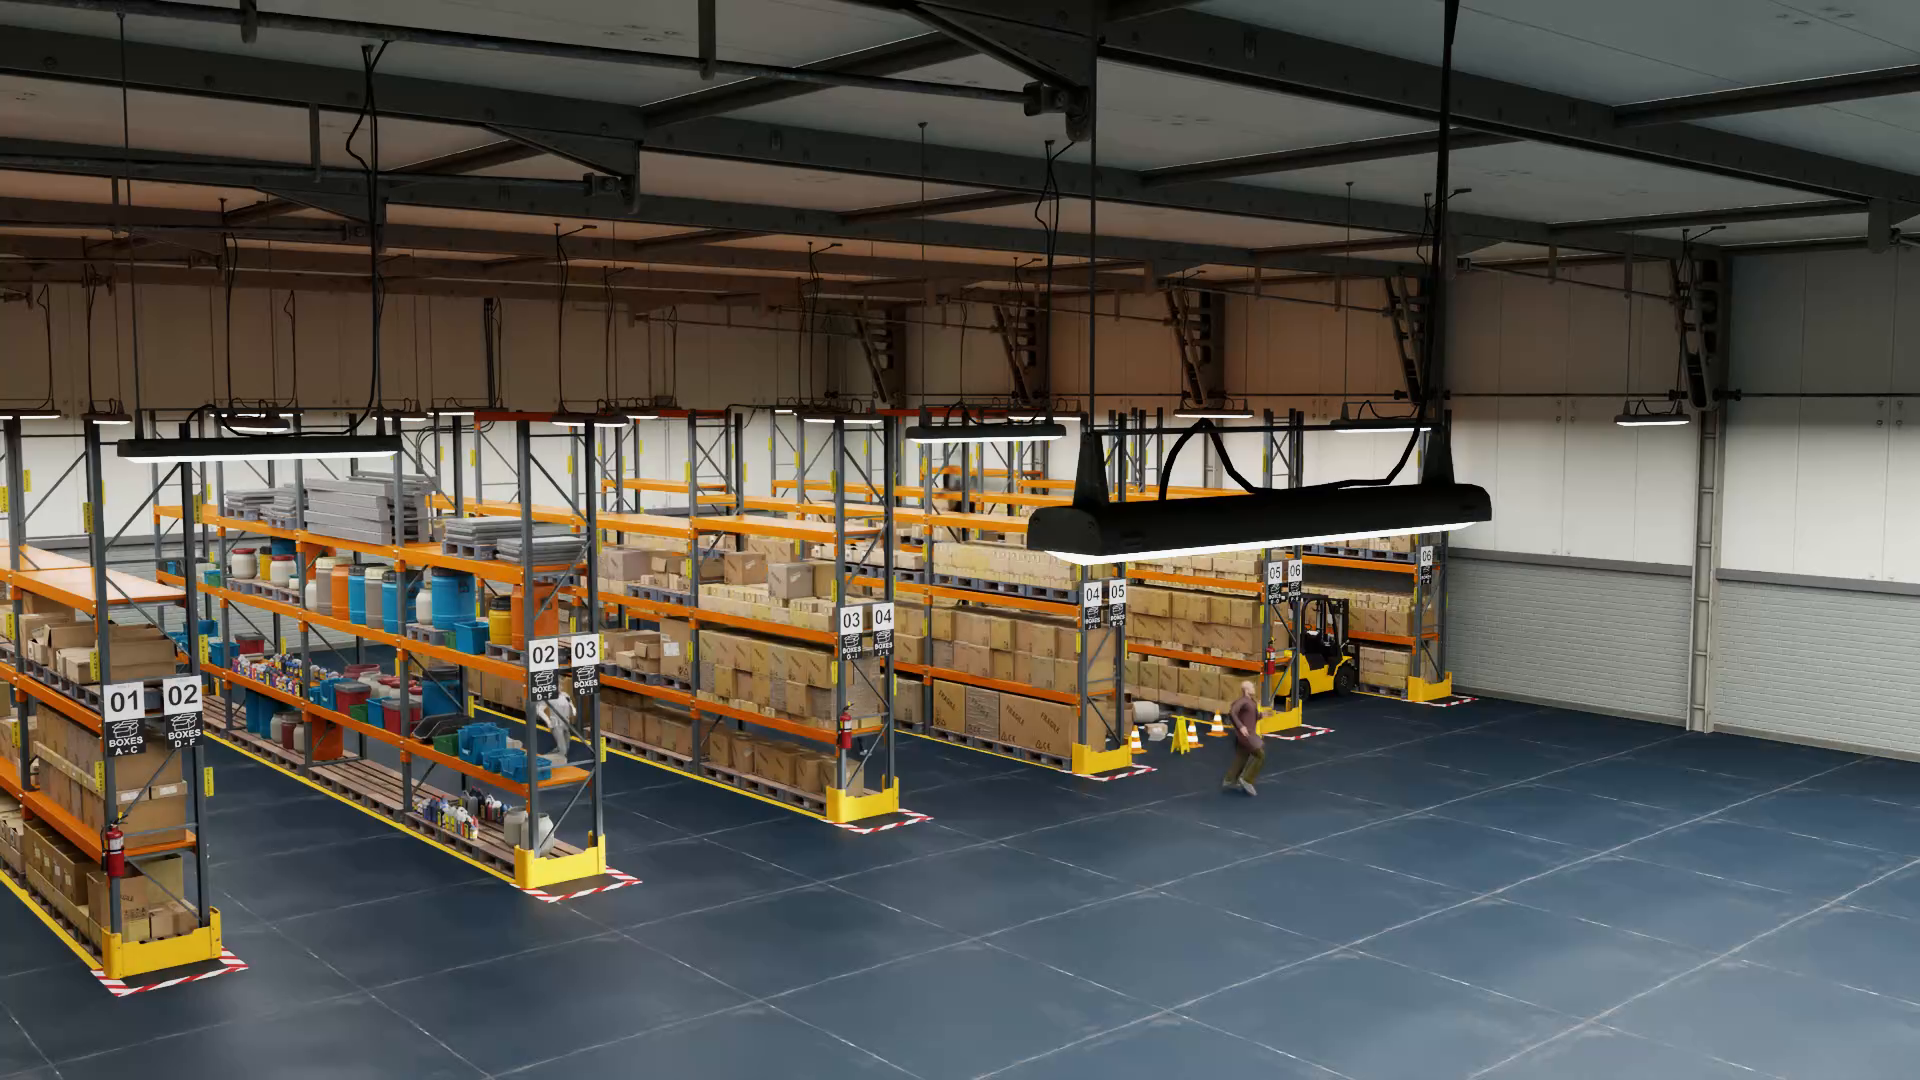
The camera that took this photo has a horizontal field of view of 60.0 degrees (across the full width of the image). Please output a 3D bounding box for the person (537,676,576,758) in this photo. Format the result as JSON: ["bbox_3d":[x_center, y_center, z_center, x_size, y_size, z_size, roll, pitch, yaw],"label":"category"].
[{"bbox_3d":[-6.624,3.075,27.469,0.855,1.669,0.624,4,7,41],"label":"person"}]

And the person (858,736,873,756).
[{"bbox_3d":[-1.836,2.981,29.206,0.792,1.566,0.548,4,6,38],"label":"person"}]

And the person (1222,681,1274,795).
[{"bbox_3d":[4.576,3.136,26.413,0.792,1.817,0.684,1,5,12],"label":"person"}]
